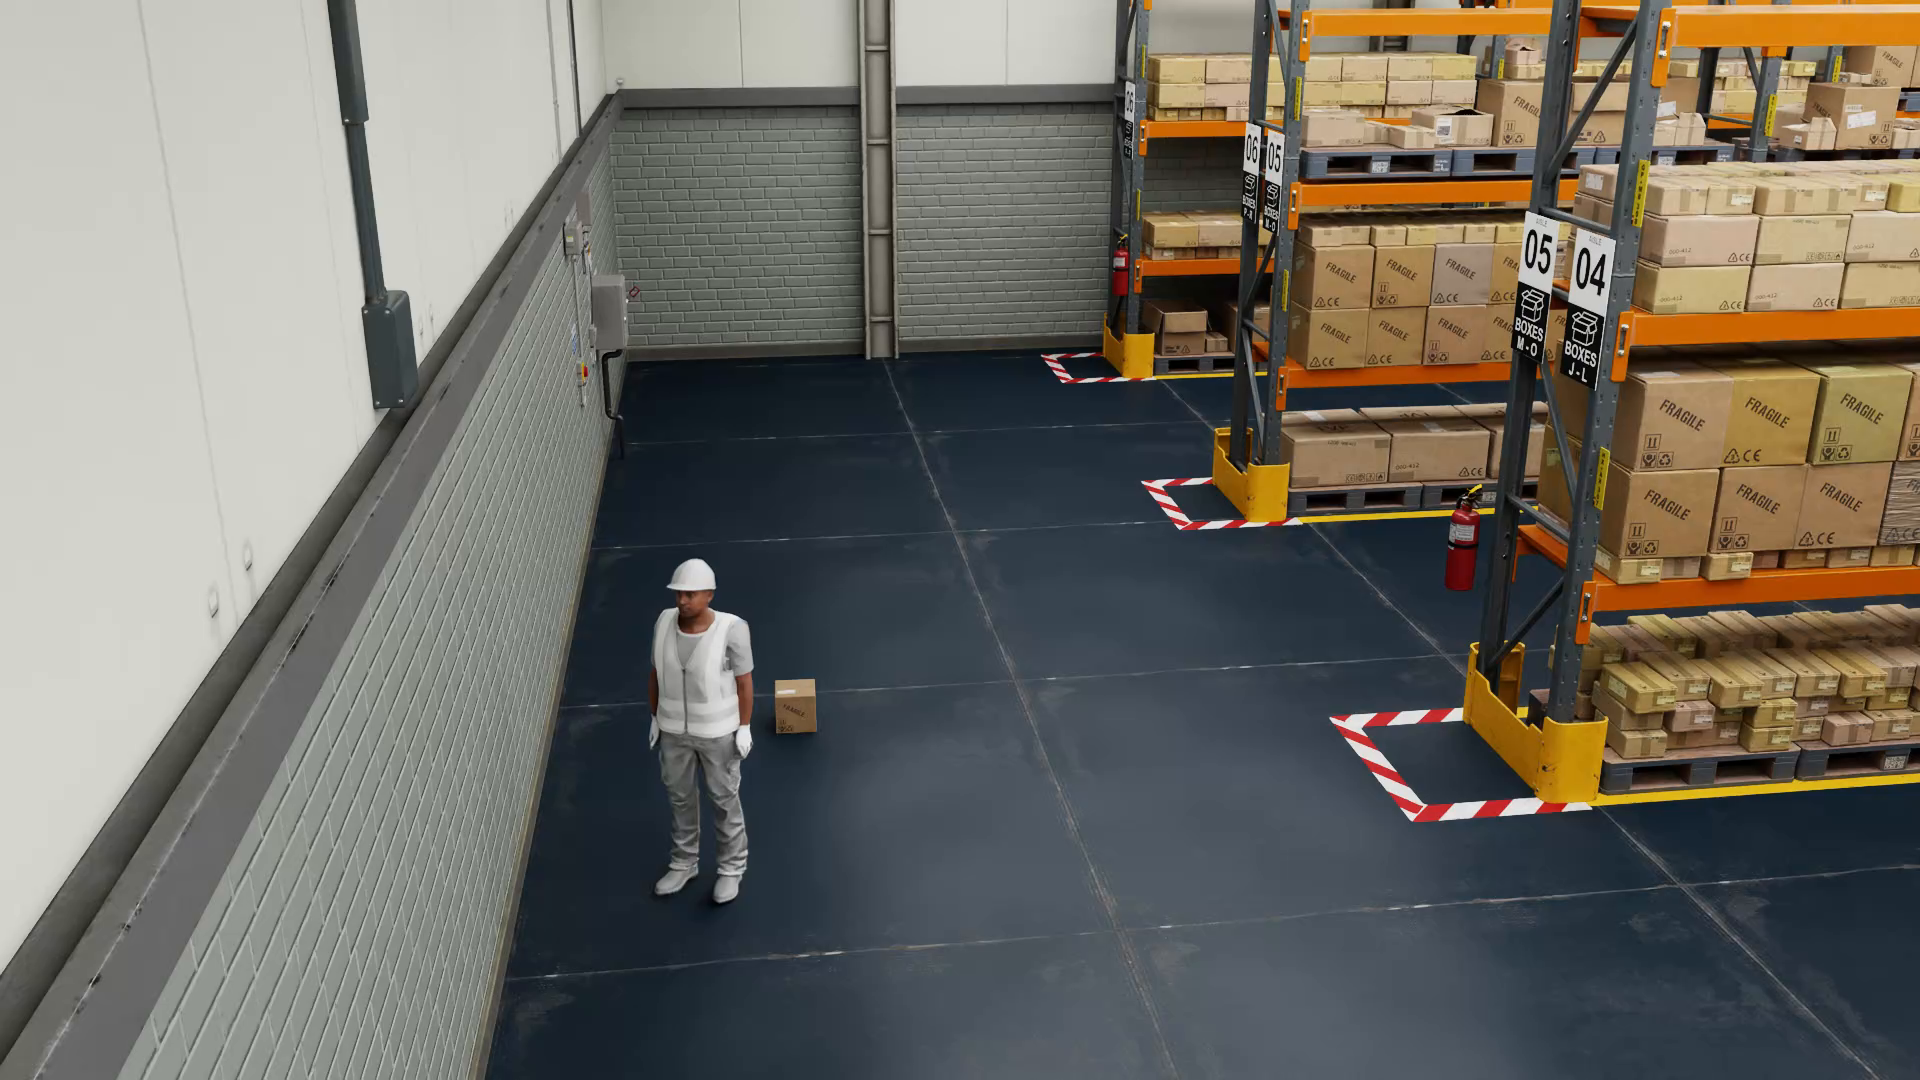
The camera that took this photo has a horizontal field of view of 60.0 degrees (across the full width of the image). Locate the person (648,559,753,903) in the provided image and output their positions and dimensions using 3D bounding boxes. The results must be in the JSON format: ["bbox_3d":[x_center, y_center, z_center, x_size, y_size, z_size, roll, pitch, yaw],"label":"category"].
[{"bbox_3d":[-1.319,0.956,8.376,0.552,1.789,0.386,5,20,14],"label":"person"}]
